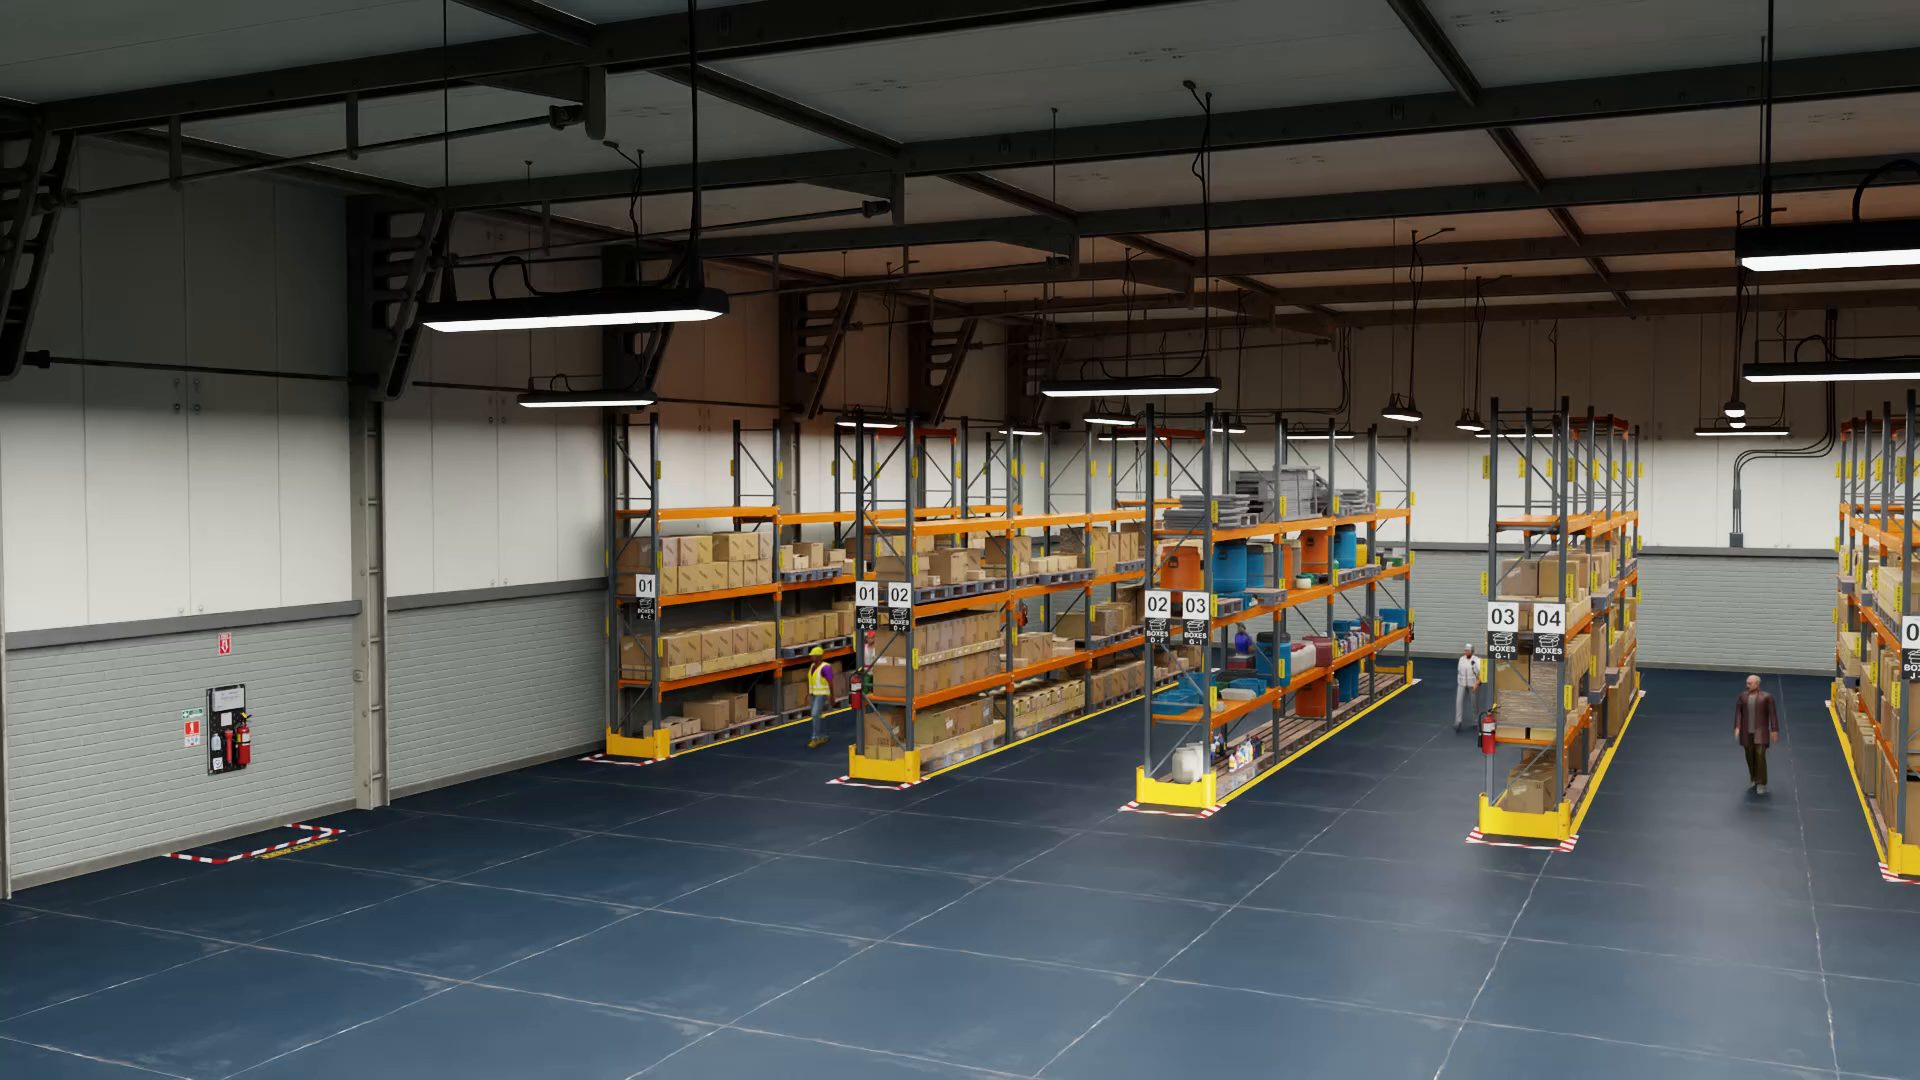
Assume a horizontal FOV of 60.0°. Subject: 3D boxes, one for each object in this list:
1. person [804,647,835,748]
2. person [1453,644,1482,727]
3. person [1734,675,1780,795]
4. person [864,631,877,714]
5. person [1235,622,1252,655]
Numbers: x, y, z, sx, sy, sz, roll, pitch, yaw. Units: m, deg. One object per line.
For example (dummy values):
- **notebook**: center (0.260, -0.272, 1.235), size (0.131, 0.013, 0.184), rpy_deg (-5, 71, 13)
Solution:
- **person**: center (-2.651, 2.844, 30.295), size (0.667, 1.762, 0.657), rpy_deg (-2, 3, -37)
- **person**: center (9.857, 2.819, 32.216), size (0.491, 1.612, 0.974), rpy_deg (2, 3, 32)
- **person**: center (12.402, 3.025, 26.017), size (0.705, 1.794, 0.661), rpy_deg (-2, 3, -38)
- **person**: center (-1.780, 2.700, 33.328), size (0.565, 1.750, 0.910), rpy_deg (0, 2, -8)
- **person**: center (6.417, 2.636, 37.722), size (0.434, 1.531, 0.976), rpy_deg (2, 3, 32)
